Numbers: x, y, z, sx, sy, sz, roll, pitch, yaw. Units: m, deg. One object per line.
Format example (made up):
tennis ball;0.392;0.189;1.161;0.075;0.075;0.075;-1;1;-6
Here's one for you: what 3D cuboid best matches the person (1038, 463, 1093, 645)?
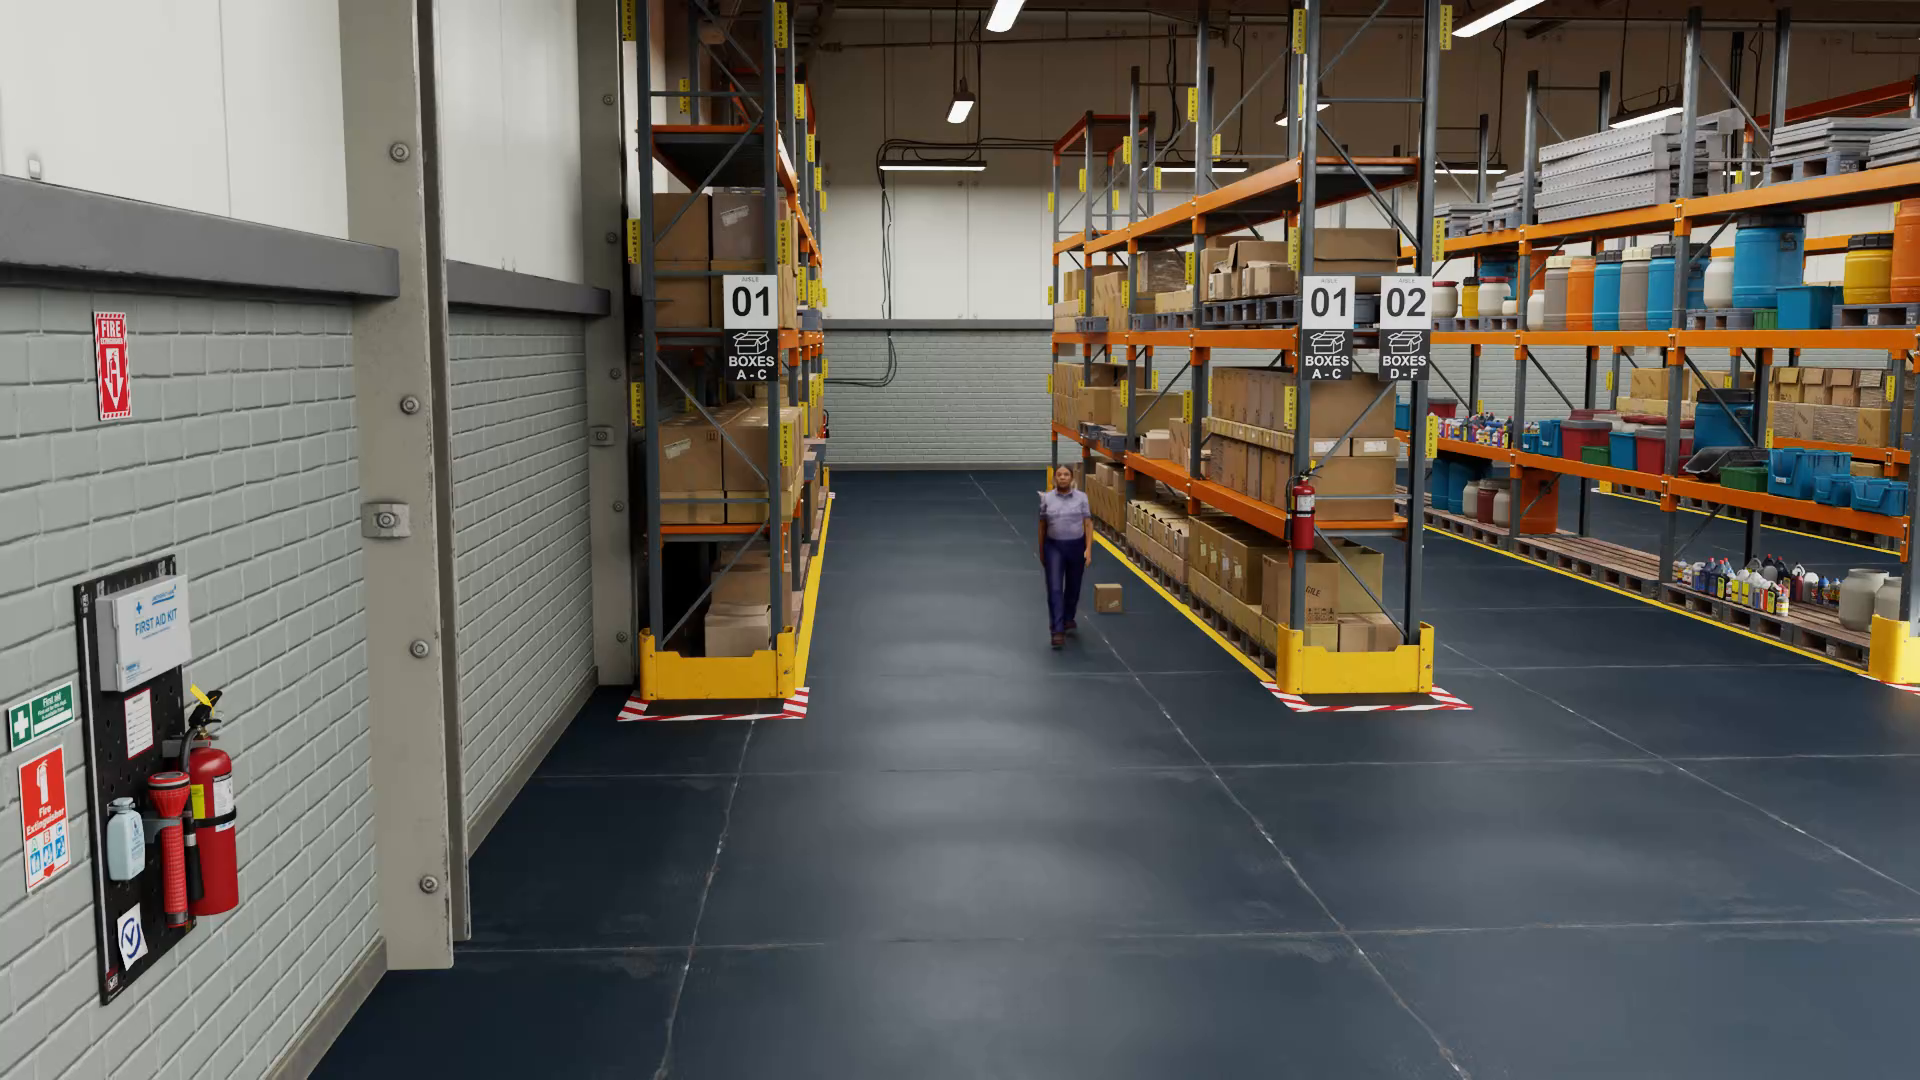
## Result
person;0.954;0.111;14.962;0.485;1.574;1.031;0;7;-3
